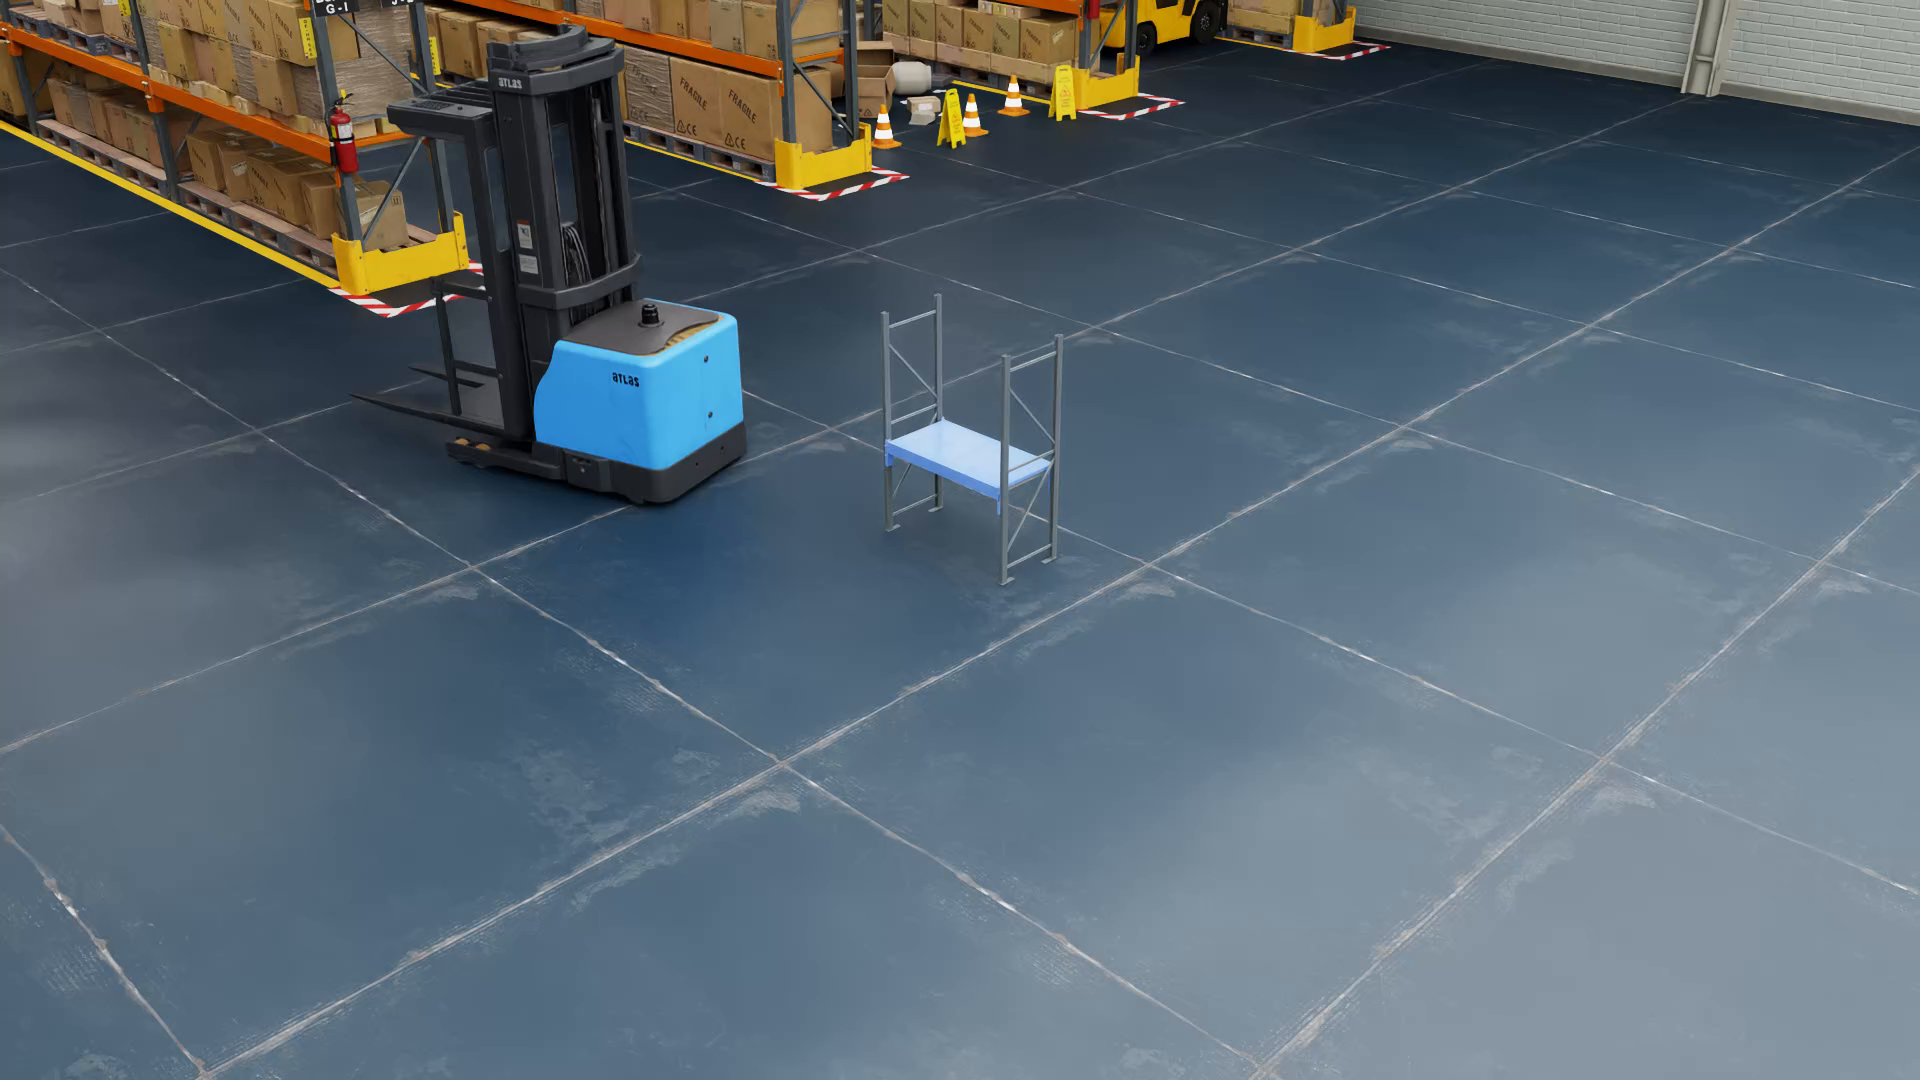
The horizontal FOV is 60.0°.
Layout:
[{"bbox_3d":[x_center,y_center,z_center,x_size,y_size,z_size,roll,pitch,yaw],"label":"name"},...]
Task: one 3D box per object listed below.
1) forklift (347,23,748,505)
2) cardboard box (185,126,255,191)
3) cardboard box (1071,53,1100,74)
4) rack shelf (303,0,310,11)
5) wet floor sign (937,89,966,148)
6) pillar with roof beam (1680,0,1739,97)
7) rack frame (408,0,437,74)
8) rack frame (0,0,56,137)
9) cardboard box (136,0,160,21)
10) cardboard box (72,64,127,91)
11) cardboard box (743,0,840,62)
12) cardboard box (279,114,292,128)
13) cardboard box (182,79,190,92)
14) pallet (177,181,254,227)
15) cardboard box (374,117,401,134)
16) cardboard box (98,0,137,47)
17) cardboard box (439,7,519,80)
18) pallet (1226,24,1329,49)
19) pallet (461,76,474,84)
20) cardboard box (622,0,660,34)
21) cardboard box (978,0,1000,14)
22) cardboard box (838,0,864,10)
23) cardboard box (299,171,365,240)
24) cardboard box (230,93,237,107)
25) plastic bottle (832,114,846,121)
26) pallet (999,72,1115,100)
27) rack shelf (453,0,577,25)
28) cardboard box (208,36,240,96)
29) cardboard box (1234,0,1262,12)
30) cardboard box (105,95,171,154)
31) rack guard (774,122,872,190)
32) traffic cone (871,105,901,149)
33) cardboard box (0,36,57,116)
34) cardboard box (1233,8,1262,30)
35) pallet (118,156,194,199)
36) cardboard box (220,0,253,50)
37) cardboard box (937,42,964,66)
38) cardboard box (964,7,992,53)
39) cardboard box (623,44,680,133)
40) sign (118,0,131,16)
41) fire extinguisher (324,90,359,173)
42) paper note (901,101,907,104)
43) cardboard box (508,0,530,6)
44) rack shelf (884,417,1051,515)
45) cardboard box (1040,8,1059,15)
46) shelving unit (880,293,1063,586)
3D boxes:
[{"bbox_3d":[-3.056,-2.006,11.408,3.031,2.935,1.130,14,31,24],"label":"forklift"},{"bbox_3d":[-7.654,-3.971,17.307,0.500,0.500,0.500,23,36,37],"label":"cardboard box"},{"bbox_3d":[1.508,-6.343,22.086,0.500,0.250,0.500,24,36,38],"label":"cardboard box"},{"bbox_3d":[-6.485,-5.392,15.324,4.000,0.370,1.077,25,36,38],"label":"rack shelf"},{"bbox_3d":[-0.101,-4.949,19.461,0.232,0.644,0.267,18,33,30],"label":"wet floor sign"},{"bbox_3d":[6.762,-8.462,17.168,0.400,9.000,9.100,25,36,38],"label":"pillar with roof beam"},{"bbox_3d":[-7.214,-7.953,22.646,0.127,3.000,1.000,25,36,38],"label":"rack frame"},{"bbox_3d":[-10.763,-6.340,19.578,0.127,3.000,1.000,25,36,38],"label":"rack frame"},{"bbox_3d":[-7.769,-5.422,16.331,0.500,0.500,0.500,25,36,38],"label":"cardboard box"},{"bbox_3d":[-9.879,-5.382,19.164,0.500,0.250,0.500,-21,34,-34],"label":"cardboard box"},{"bbox_3d":[-1.806,-5.515,17.849,0.550,0.550,0.875,25,36,38],"label":"cardboard box"},{"bbox_3d":[-5.967,-3.876,15.162,0.250,0.149,0.380,25,36,38],"label":"cardboard box"},{"bbox_3d":[-7.417,-4.517,16.381,0.250,0.149,0.380,25,36,38],"label":"cardboard box"},{"bbox_3d":[-7.408,-3.594,17.351,1.213,0.211,1.003,25,36,38],"label":"pallet"},{"bbox_3d":[-5.095,-3.791,15.000,0.250,0.149,0.380,25,36,38],"label":"cardboard box"},{"bbox_3d":[-8.380,-5.792,17.440,1.000,1.000,1.000,25,37,39],"label":"cardboard box"},{"bbox_3d":[-6.217,-6.631,22.097,1.050,0.750,0.750,-25,36,-38],"label":"cardboard box"},{"bbox_3d":[4.792,-7.669,25.101,1.213,0.211,1.003,25,36,38],"label":"pallet"},{"bbox_3d":[-5.839,-6.039,22.001,1.213,0.211,1.003,25,36,38],"label":"pallet"},{"bbox_3d":[-3.380,-6.211,19.171,0.550,0.550,0.875,25,36,38],"label":"cardboard box"},{"bbox_3d":[0.462,-7.049,21.926,0.380,0.149,0.250,-23,36,-37],"label":"cardboard box"},{"bbox_3d":[-1.854,-7.751,24.632,0.950,0.372,0.625,-23,35,-36],"label":"cardboard box"},{"bbox_3d":[-5.943,-3.202,15.845,0.500,0.500,0.500,-15,31,-27],"label":"cardboard box"},{"bbox_3d":[-6.680,-4.203,15.783,0.250,0.149,0.380,25,36,38],"label":"cardboard box"},{"bbox_3d":[-1.512,-5.259,20.679,0.283,0.061,0.133,12,30,22],"label":"plastic bottle"},{"bbox_3d":[1.280,-6.086,22.091,1.213,0.211,1.003,25,36,38],"label":"pallet"},{"bbox_3d":[-5.788,-6.982,21.572,4.000,0.370,1.077,25,36,38],"label":"rack shelf"},{"bbox_3d":[-6.547,-4.562,15.770,0.500,0.500,0.875,25,36,38],"label":"cardboard box"},{"bbox_3d":[4.450,-8.080,24.852,0.500,0.250,0.500,24,36,38],"label":"cardboard box"},{"bbox_3d":[-9.060,-4.675,18.625,0.500,0.500,0.700,21,34,34],"label":"cardboard box"},{"bbox_3d":[-1.492,-4.229,18.249,0.348,0.500,1.175,25,36,38],"label":"rack guard"},{"bbox_3d":[-0.893,-4.865,19.498,0.334,0.463,0.336,25,36,38],"label":"traffic cone"},{"bbox_3d":[-11.241,-5.818,20.416,0.875,0.875,1.225,23,35,36],"label":"cardboard box"},{"bbox_3d":[4.462,-7.850,24.953,0.500,0.250,0.500,25,36,38],"label":"cardboard box"},{"bbox_3d":[-8.467,-4.055,18.227,1.213,0.211,1.003,25,36,38],"label":"pallet"},{"bbox_3d":[-6.340,-4.771,15.093,0.500,0.500,0.500,25,36,38],"label":"cardboard box"},{"bbox_3d":[0.037,-6.668,22.705,0.500,0.250,0.500,24,36,38],"label":"cardboard box"},{"bbox_3d":[0.405,-6.831,22.208,0.500,0.500,0.500,24,36,37],"label":"cardboard box"},{"bbox_3d":[-3.317,-5.372,19.569,0.875,0.875,0.875,25,37,39],"label":"cardboard box"},{"bbox_3d":[-8.298,-5.362,16.474,0.005,0.325,0.100,25,36,38],"label":"sign"},{"bbox_3d":[-5.300,-3.505,14.270,0.183,0.674,0.296,25,36,38],"label":"fire extinguisher"},{"bbox_3d":[-0.681,-5.674,21.514,0.148,0.019,0.142,-13,30,-22],"label":"paper note"},{"bbox_3d":[-5.281,-6.939,20.609,0.500,0.500,0.500,24,36,38],"label":"cardboard box"},{"bbox_3d":[0.061,-0.477,10.425,1.000,0.185,0.538,25,36,38],"label":"rack shelf"},{"bbox_3d":[1.114,-6.851,22.247,0.500,0.500,0.500,23,35,37],"label":"cardboard box"},{"bbox_3d":[0.061,-0.636,10.341,1.048,1.500,0.538,25,36,38],"label":"shelving unit"}]
